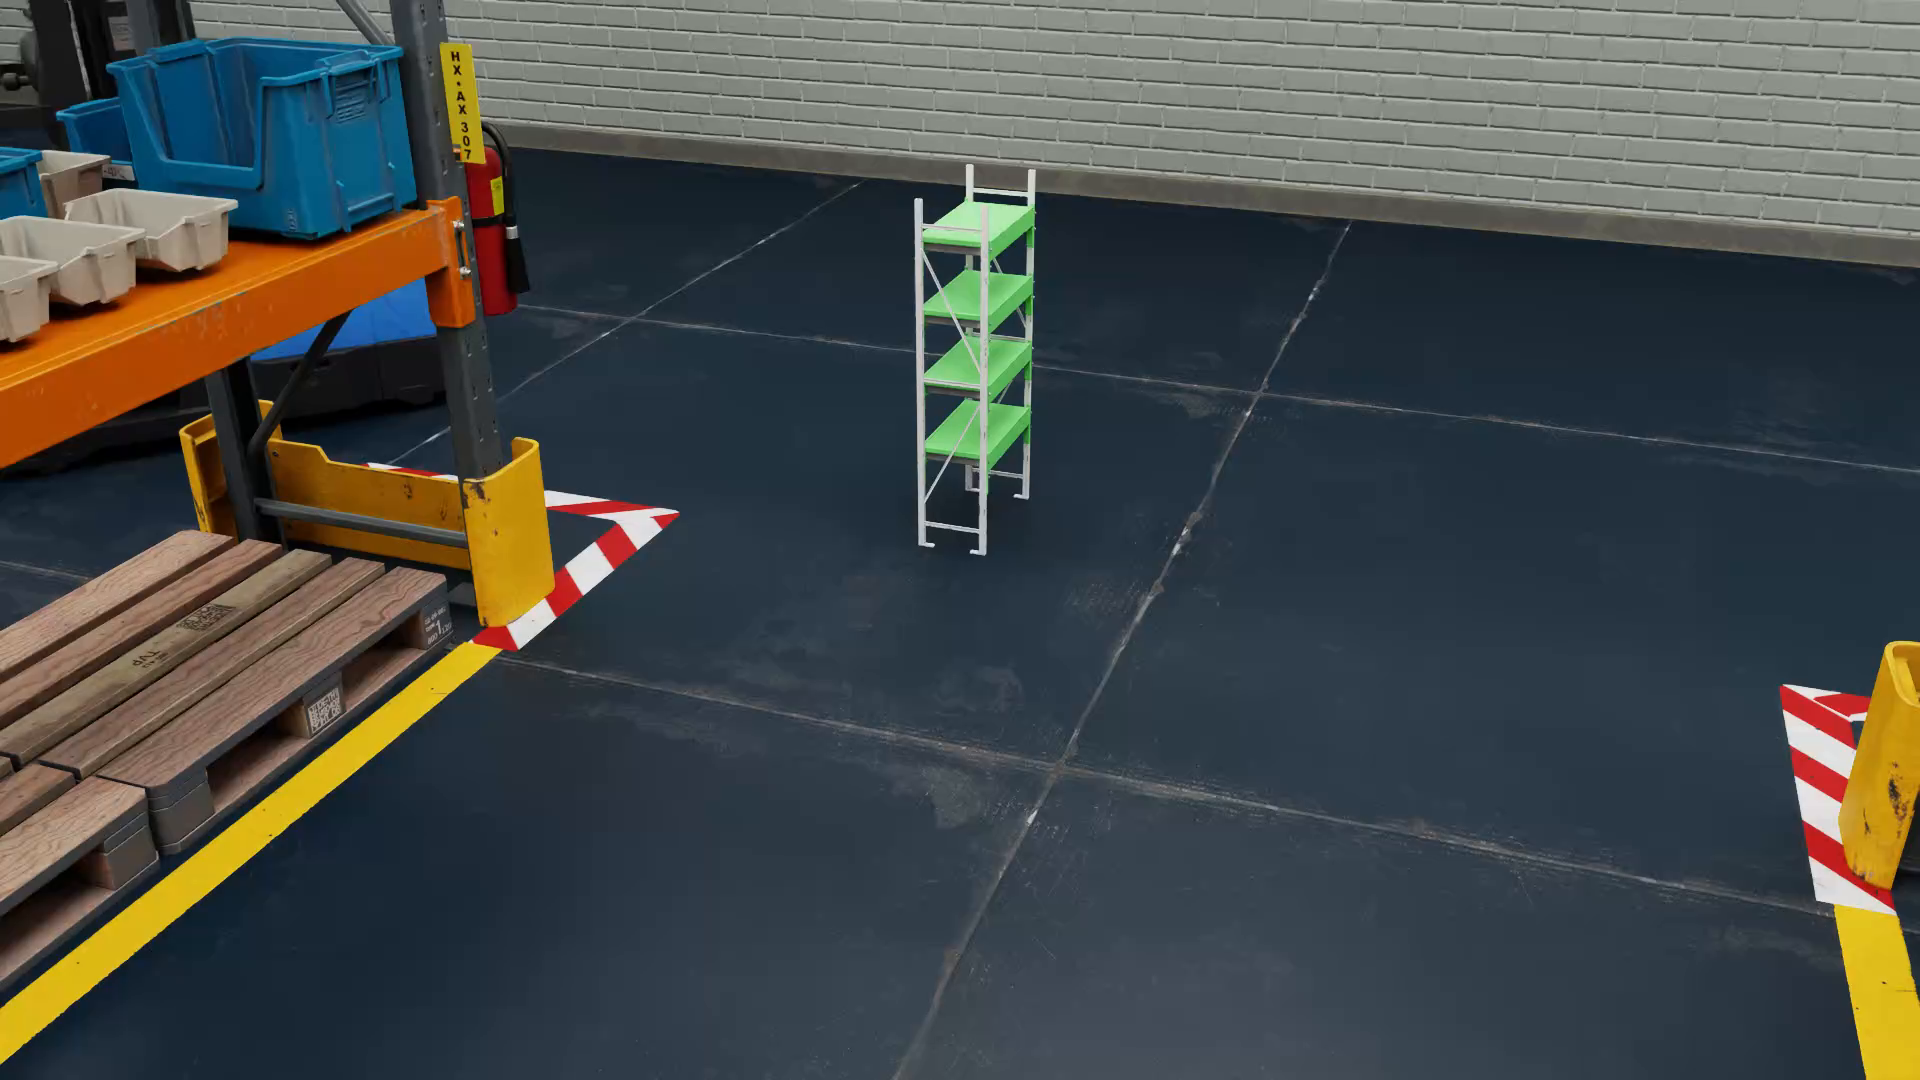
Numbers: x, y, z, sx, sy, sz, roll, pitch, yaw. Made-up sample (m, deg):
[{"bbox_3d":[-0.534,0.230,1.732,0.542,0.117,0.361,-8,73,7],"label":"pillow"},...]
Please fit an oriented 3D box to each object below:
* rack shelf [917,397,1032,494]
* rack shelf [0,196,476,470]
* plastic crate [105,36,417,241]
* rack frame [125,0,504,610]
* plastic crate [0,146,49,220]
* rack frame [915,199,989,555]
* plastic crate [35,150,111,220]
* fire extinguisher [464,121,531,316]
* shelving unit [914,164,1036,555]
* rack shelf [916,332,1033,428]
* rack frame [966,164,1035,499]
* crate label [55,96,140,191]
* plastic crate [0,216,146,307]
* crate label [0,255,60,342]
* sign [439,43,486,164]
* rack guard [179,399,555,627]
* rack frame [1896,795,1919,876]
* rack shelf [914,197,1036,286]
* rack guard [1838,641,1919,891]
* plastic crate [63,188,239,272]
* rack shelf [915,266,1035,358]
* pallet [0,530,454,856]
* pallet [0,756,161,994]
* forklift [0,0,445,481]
[{"bbox_3d":[0.055,-0.335,5.761,0.258,0.148,0.480,9,27,17],"label":"rack shelf"},{"bbox_3d":[-2.573,-0.067,3.272,1.077,0.370,4.000,9,27,17],"label":"rack shelf"},{"bbox_3d":[-1.843,-1.091,4.452,0.616,0.435,0.499,9,27,17],"label":"plastic crate"},{"bbox_3d":[-1.908,-1.213,4.813,1.000,3.000,0.127,9,27,17],"label":"rack frame"},{"bbox_3d":[-2.519,-0.840,4.166,0.416,0.233,0.300,9,27,17],"label":"plastic crate"},{"bbox_3d":[-0.026,-0.508,5.422,0.240,1.200,0.015,9,27,17],"label":"rack frame"},{"bbox_3d":[-2.485,-0.948,4.499,0.250,0.136,0.298,9,27,17],"label":"plastic crate"},{"bbox_3d":[-1.429,-1.006,4.903,0.296,0.674,0.183,9,27,17],"label":"fire extinguisher"},{"bbox_3d":[0.055,-0.608,5.629,0.258,1.200,0.503,9,27,17],"label":"shelving unit"},{"bbox_3d":[0.055,-0.551,5.657,0.258,0.148,0.480,9,27,17],"label":"rack shelf"},{"bbox_3d":[0.136,-0.708,5.836,0.240,1.200,0.015,9,27,17],"label":"rack frame"},{"bbox_3d":[-2.300,-1.111,4.725,0.416,0.233,0.303,9,27,17],"label":"crate label"},{"bbox_3d":[-2.118,-0.643,3.869,0.396,0.136,0.243,9,27,17],"label":"plastic crate"},{"bbox_3d":[-2.188,-0.525,3.625,0.396,0.136,0.243,9,27,17],"label":"crate label"},{"bbox_3d":[-1.384,-1.213,4.626,0.100,0.325,0.005,9,27,17],"label":"sign"},{"bbox_3d":[-1.912,-0.099,5.382,1.175,0.500,0.348,9,27,17],"label":"rack guard"},{"bbox_3d":[2.763,-0.495,3.329,1.000,3.000,0.127,9,27,17],"label":"rack frame"},{"bbox_3d":[0.055,-0.983,5.448,0.258,0.148,0.480,9,27,17],"label":"rack shelf"},{"bbox_3d":[2.771,0.621,3.894,1.175,0.500,0.348,9,27,17],"label":"rack guard"},{"bbox_3d":[-2.008,-0.760,4.111,0.396,0.136,0.243,9,27,17],"label":"plastic crate"},{"bbox_3d":[0.055,-0.767,5.552,0.258,0.148,0.480,9,27,17],"label":"rack shelf"},{"bbox_3d":[-2.219,0.376,4.732,1.003,0.211,1.213,9,27,17],"label":"pallet"},{"bbox_3d":[-2.626,0.875,3.700,1.003,0.211,1.213,9,27,17],"label":"pallet"},{"bbox_3d":[-3.590,-1.796,6.097,3.031,2.935,1.130,-13,29,-24],"label":"forklift"}]
